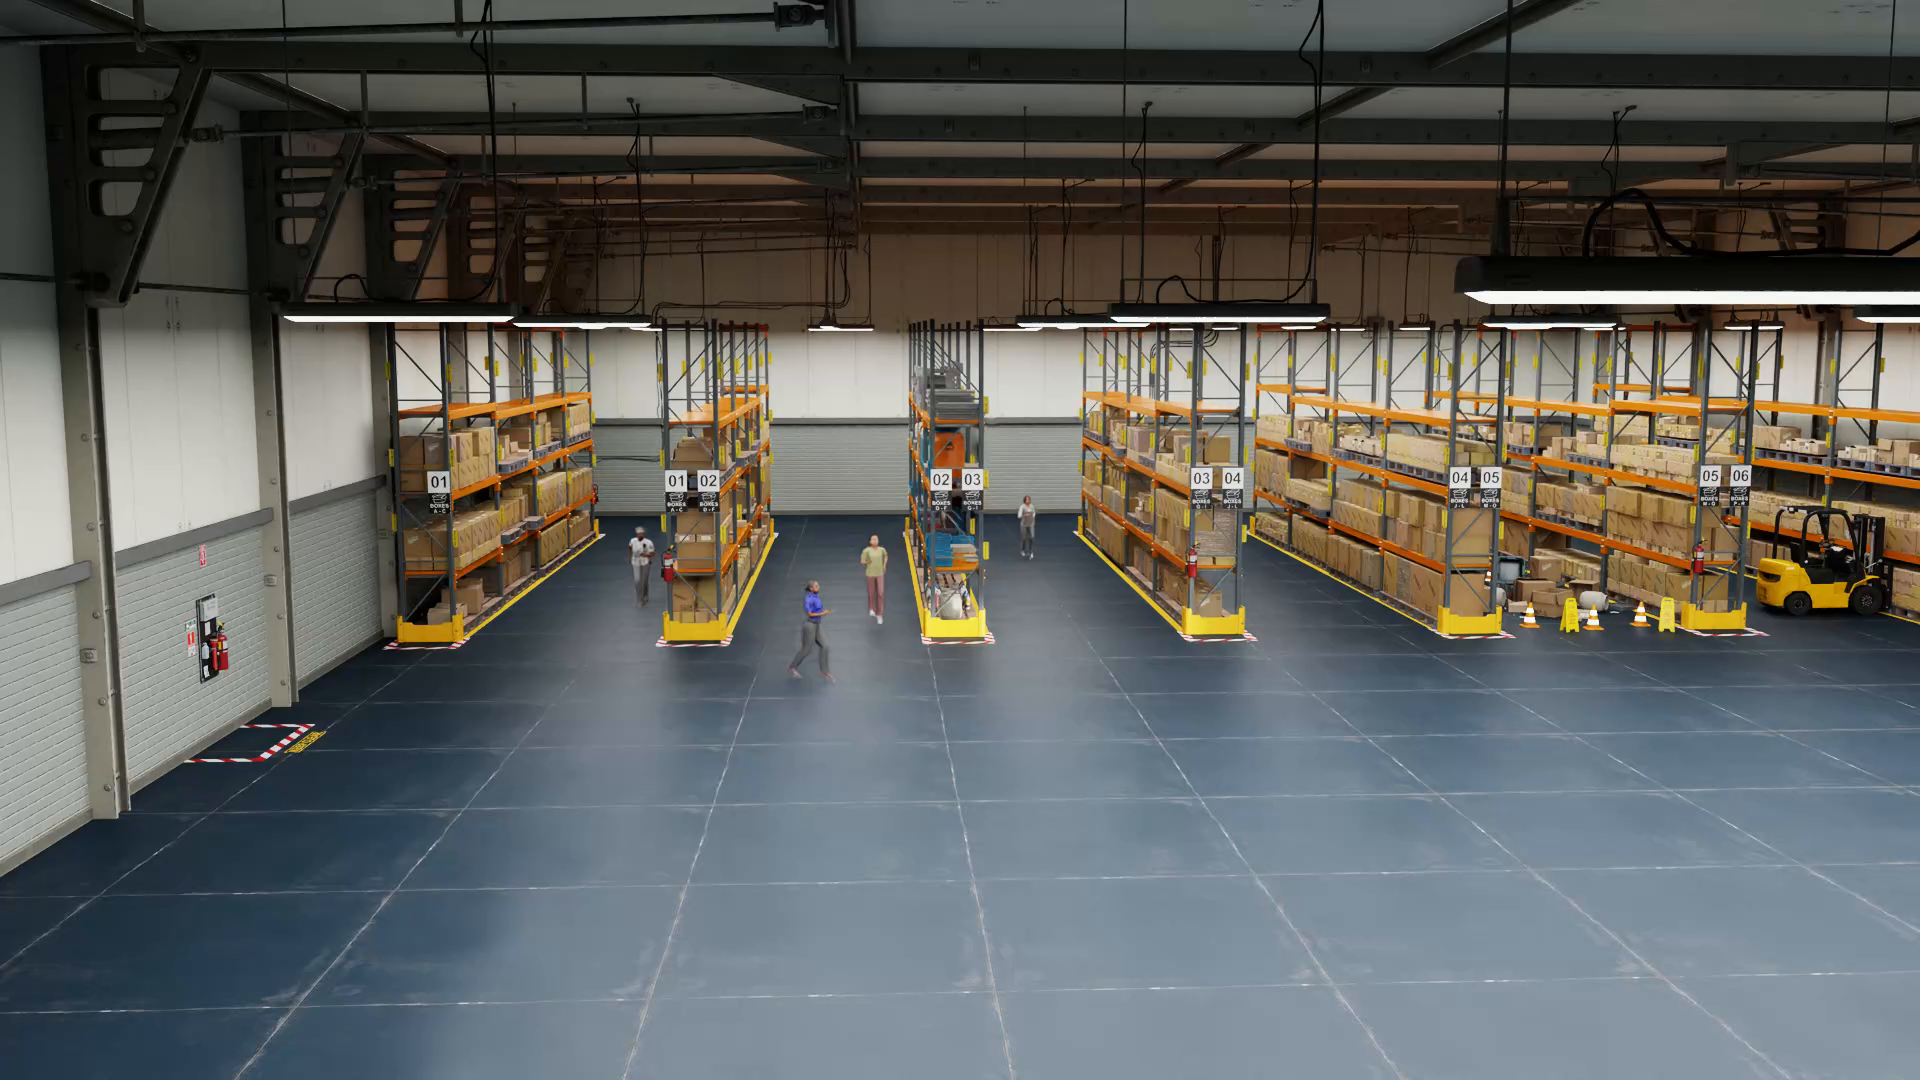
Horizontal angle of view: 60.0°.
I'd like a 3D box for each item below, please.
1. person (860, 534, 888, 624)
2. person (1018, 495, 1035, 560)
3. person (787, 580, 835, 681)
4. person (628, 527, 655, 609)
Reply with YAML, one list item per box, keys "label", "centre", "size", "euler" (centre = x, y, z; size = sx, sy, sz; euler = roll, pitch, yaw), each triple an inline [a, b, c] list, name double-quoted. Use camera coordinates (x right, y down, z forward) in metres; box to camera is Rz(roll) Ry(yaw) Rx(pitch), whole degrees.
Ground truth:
- label: "person"
  centre: [-1.661, 0.730, 32.374]
  size: [0.565, 1.711, 0.768]
  euler: [-1, 7, -9]
- label: "person"
  centre: [1.717, -0.325, 42.505]
  size: [0.518, 1.639, 0.690]
  euler: [-2, 7, -14]
- label: "person"
  centre: [-2.478, 1.539, 27.552]
  size: [0.805, 1.627, 0.603]
  euler: [2, 7, 15]
- label: "person"
  centre: [-6.732, 0.558, 35.192]
  size: [0.599, 1.736, 0.848]
  euler: [0, 7, -1]
